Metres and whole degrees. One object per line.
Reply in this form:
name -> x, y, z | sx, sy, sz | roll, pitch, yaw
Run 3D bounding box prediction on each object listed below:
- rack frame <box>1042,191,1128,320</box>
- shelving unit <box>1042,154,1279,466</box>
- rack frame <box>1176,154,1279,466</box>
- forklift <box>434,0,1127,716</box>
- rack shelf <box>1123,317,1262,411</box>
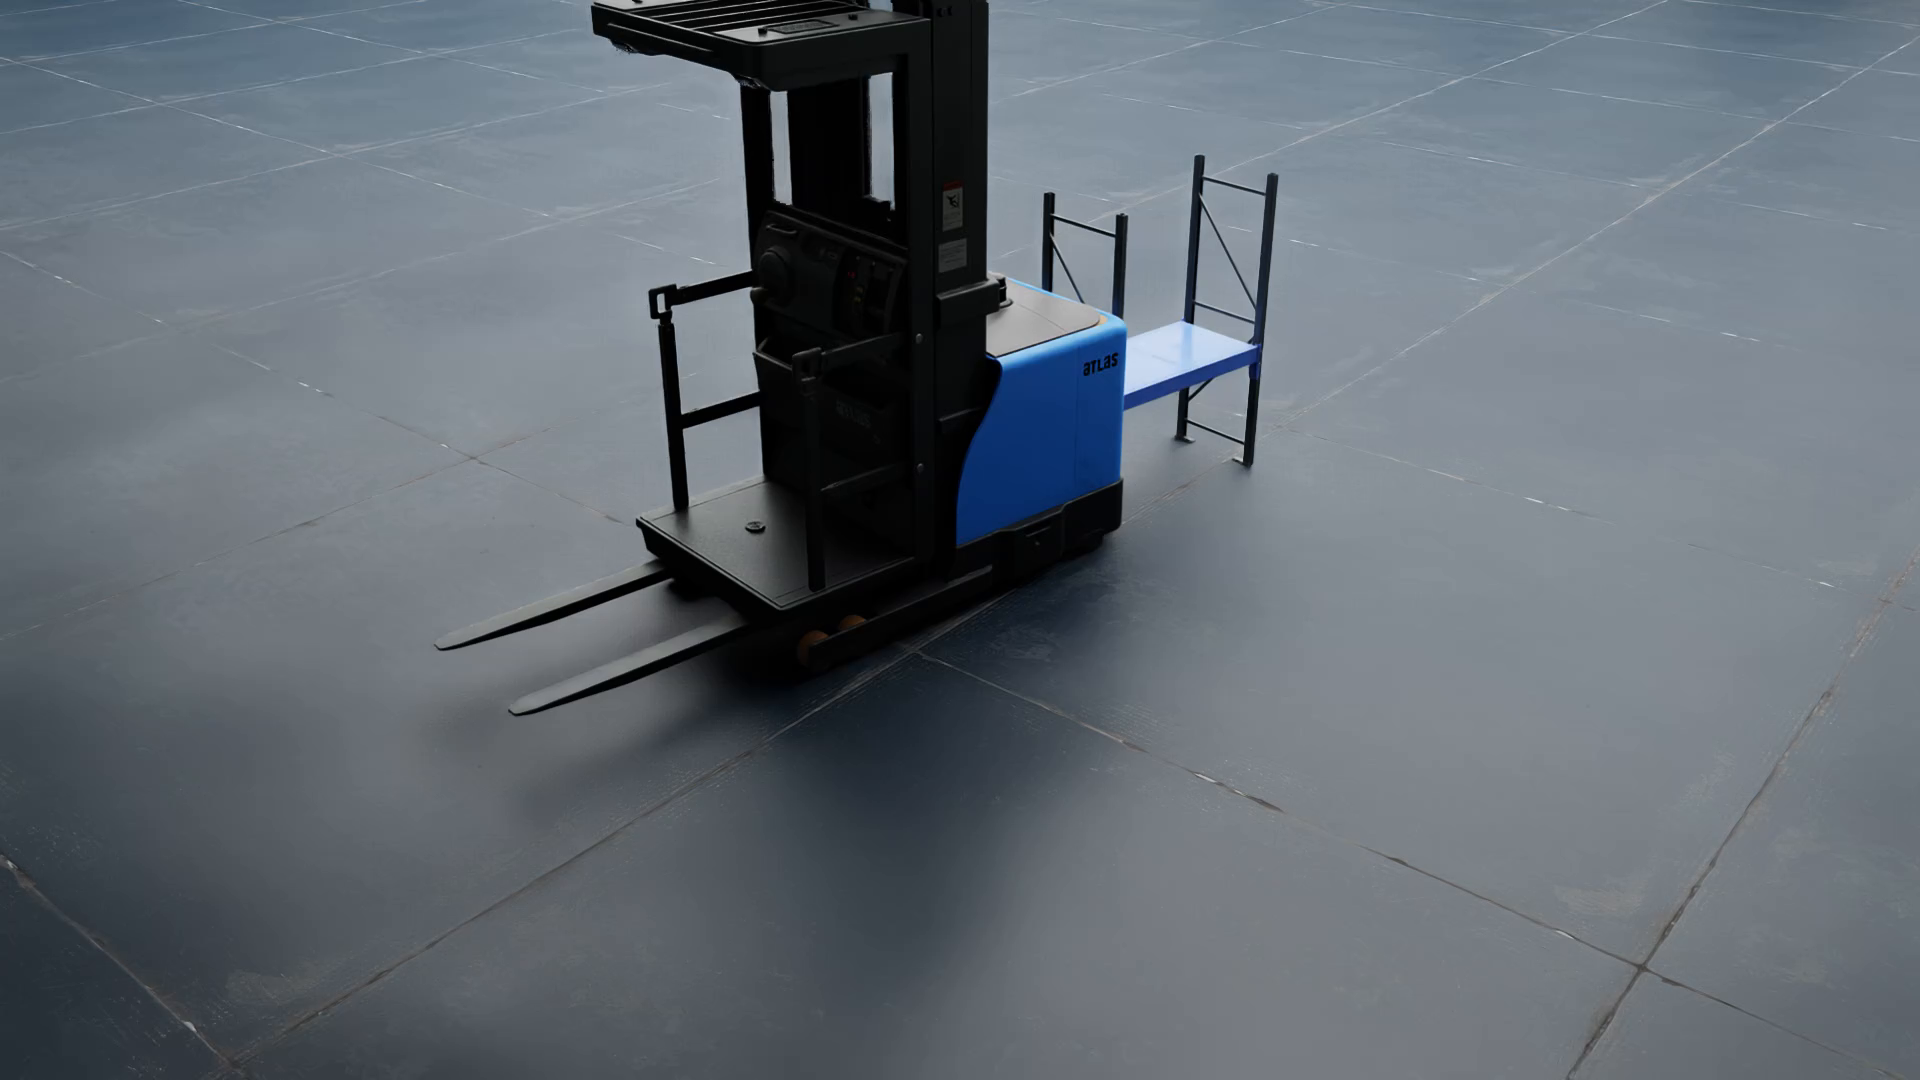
rack frame -> 0.555, -0.827, 7.716 | 0.032, 1.500, 0.500 | -22, 34, -36
shelving unit -> 0.938, -0.980, 8.013 | 1.048, 1.500, 0.538 | -22, 34, -36
rack frame -> 1.321, -1.134, 8.309 | 0.032, 1.500, 0.500 | -22, 34, -36
forklift -> -0.692, -1.039, 6.569 | 3.031, 2.935, 1.130 | -22, 34, -36
rack shelf -> 0.938, -0.821, 8.095 | 1.000, 0.185, 0.538 | -22, 34, -36
